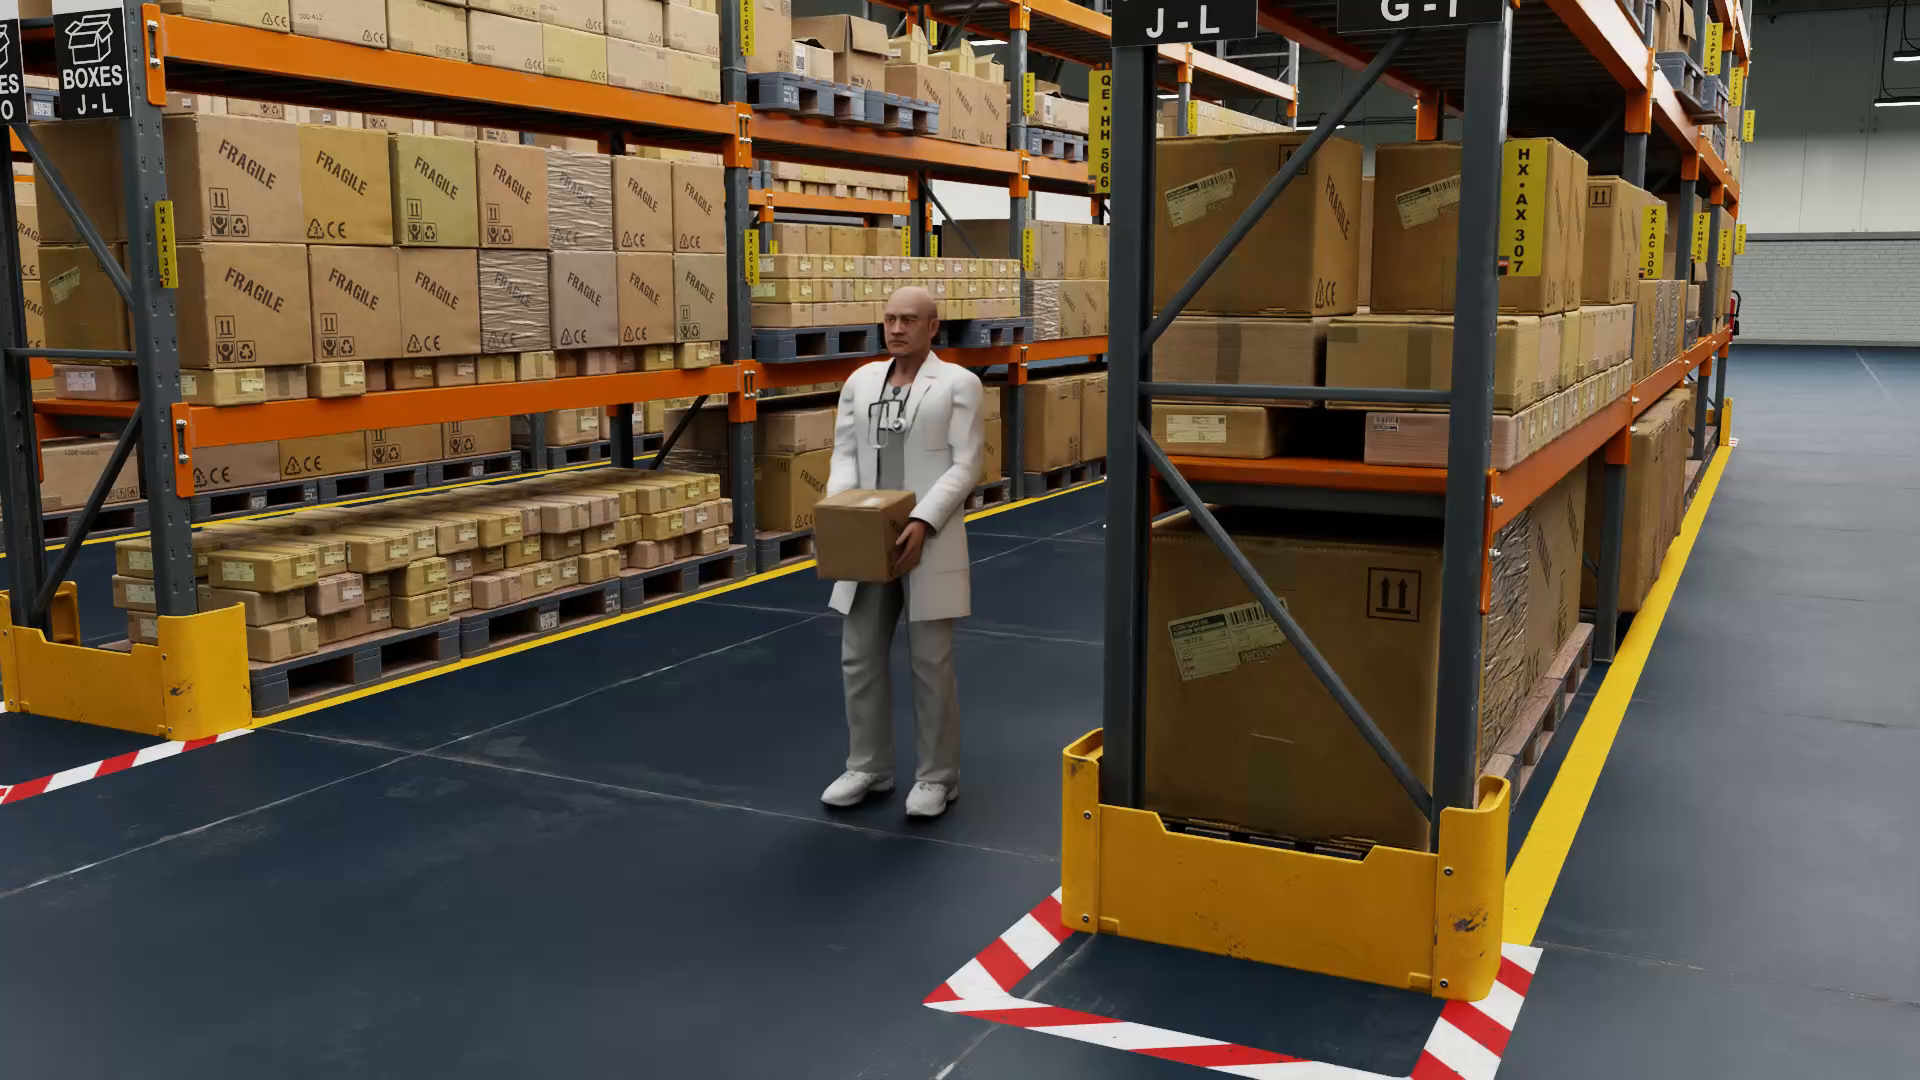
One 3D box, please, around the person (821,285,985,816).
[{"bbox_3d":[-0.223,0.042,5.618,0.563,1.782,0.508,4,10,24],"label":"person"}]
